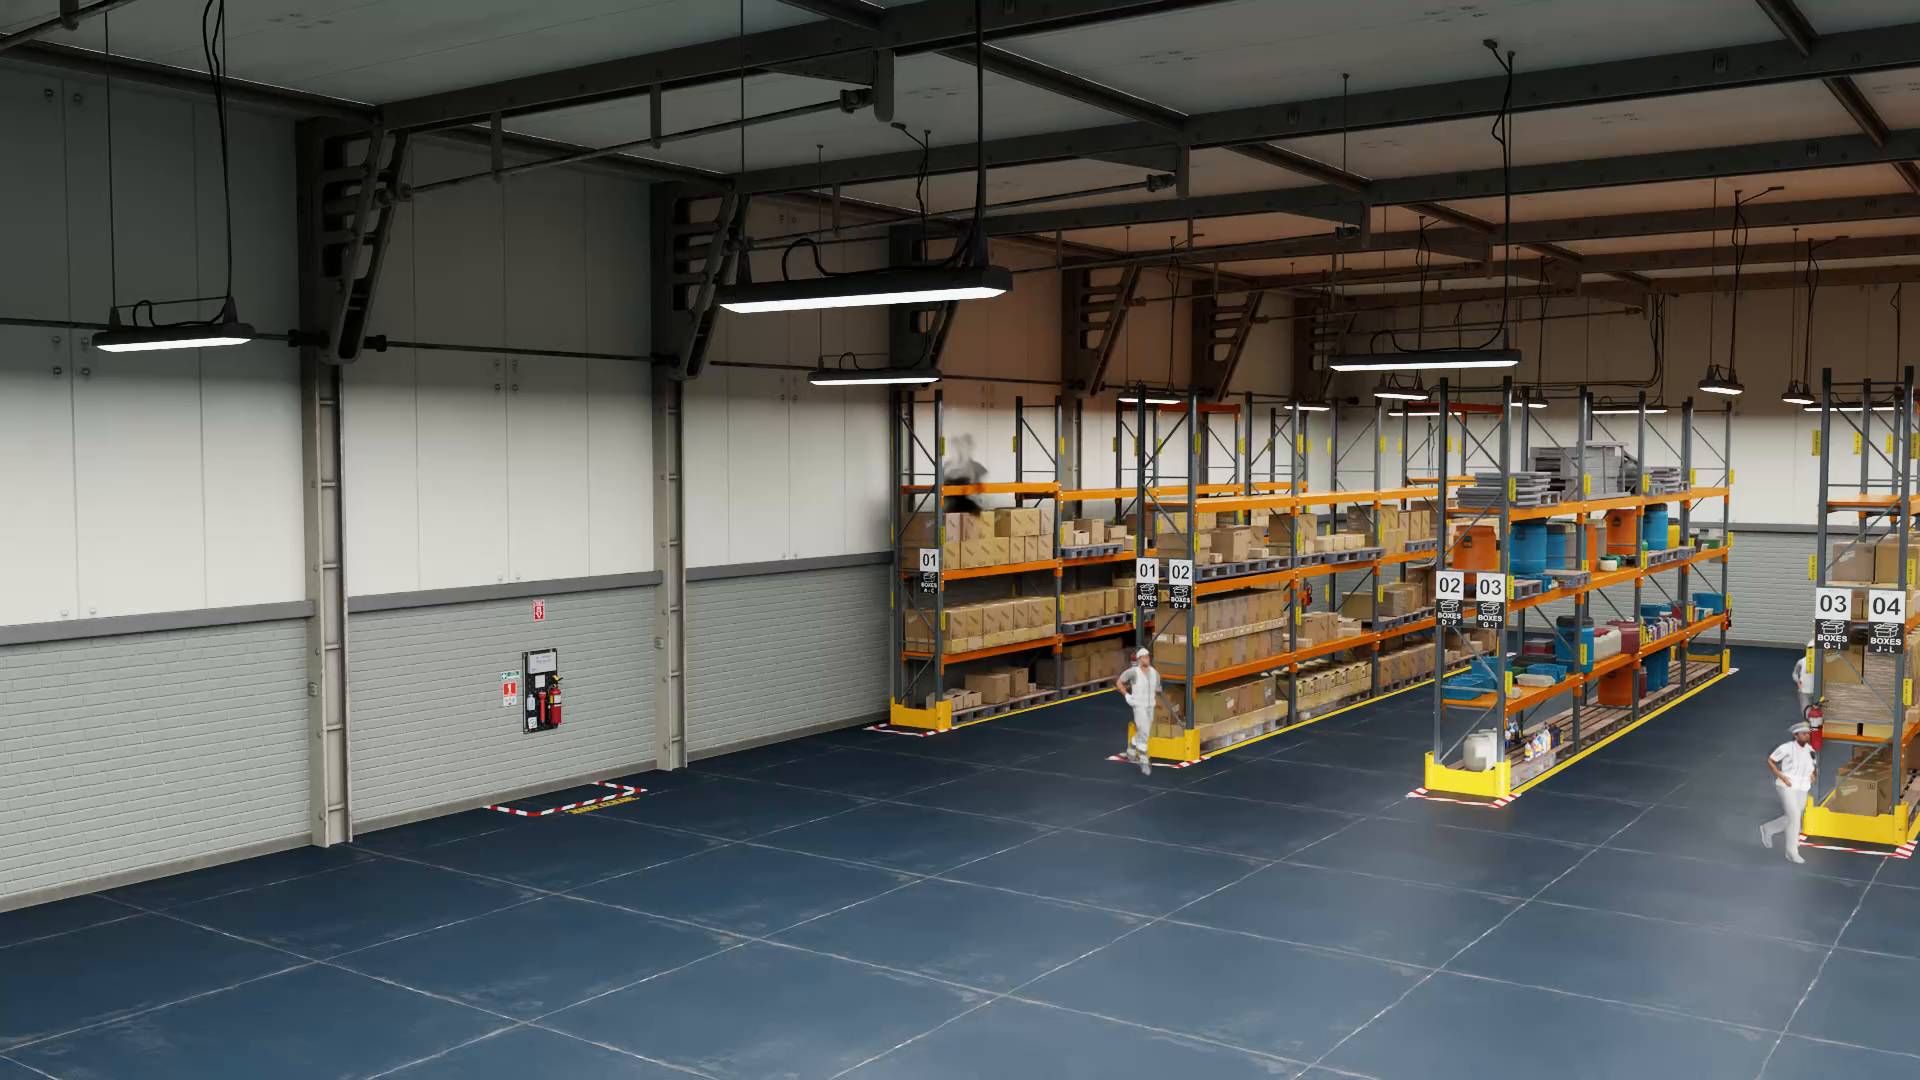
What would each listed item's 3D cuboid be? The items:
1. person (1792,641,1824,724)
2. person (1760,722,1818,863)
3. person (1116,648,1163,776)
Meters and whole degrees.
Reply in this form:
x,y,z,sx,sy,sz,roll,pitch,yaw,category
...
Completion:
x,y,z,sx,sy,sz,roll,pitch,yaw,category
14.370,2.561,28.028,0.655,1.722,0.604,2,4,31,person
10.187,3.050,20.335,0.618,1.689,0.768,-1,3,-12,person
2.733,2.546,24.943,0.648,1.849,0.734,-2,4,-34,person
